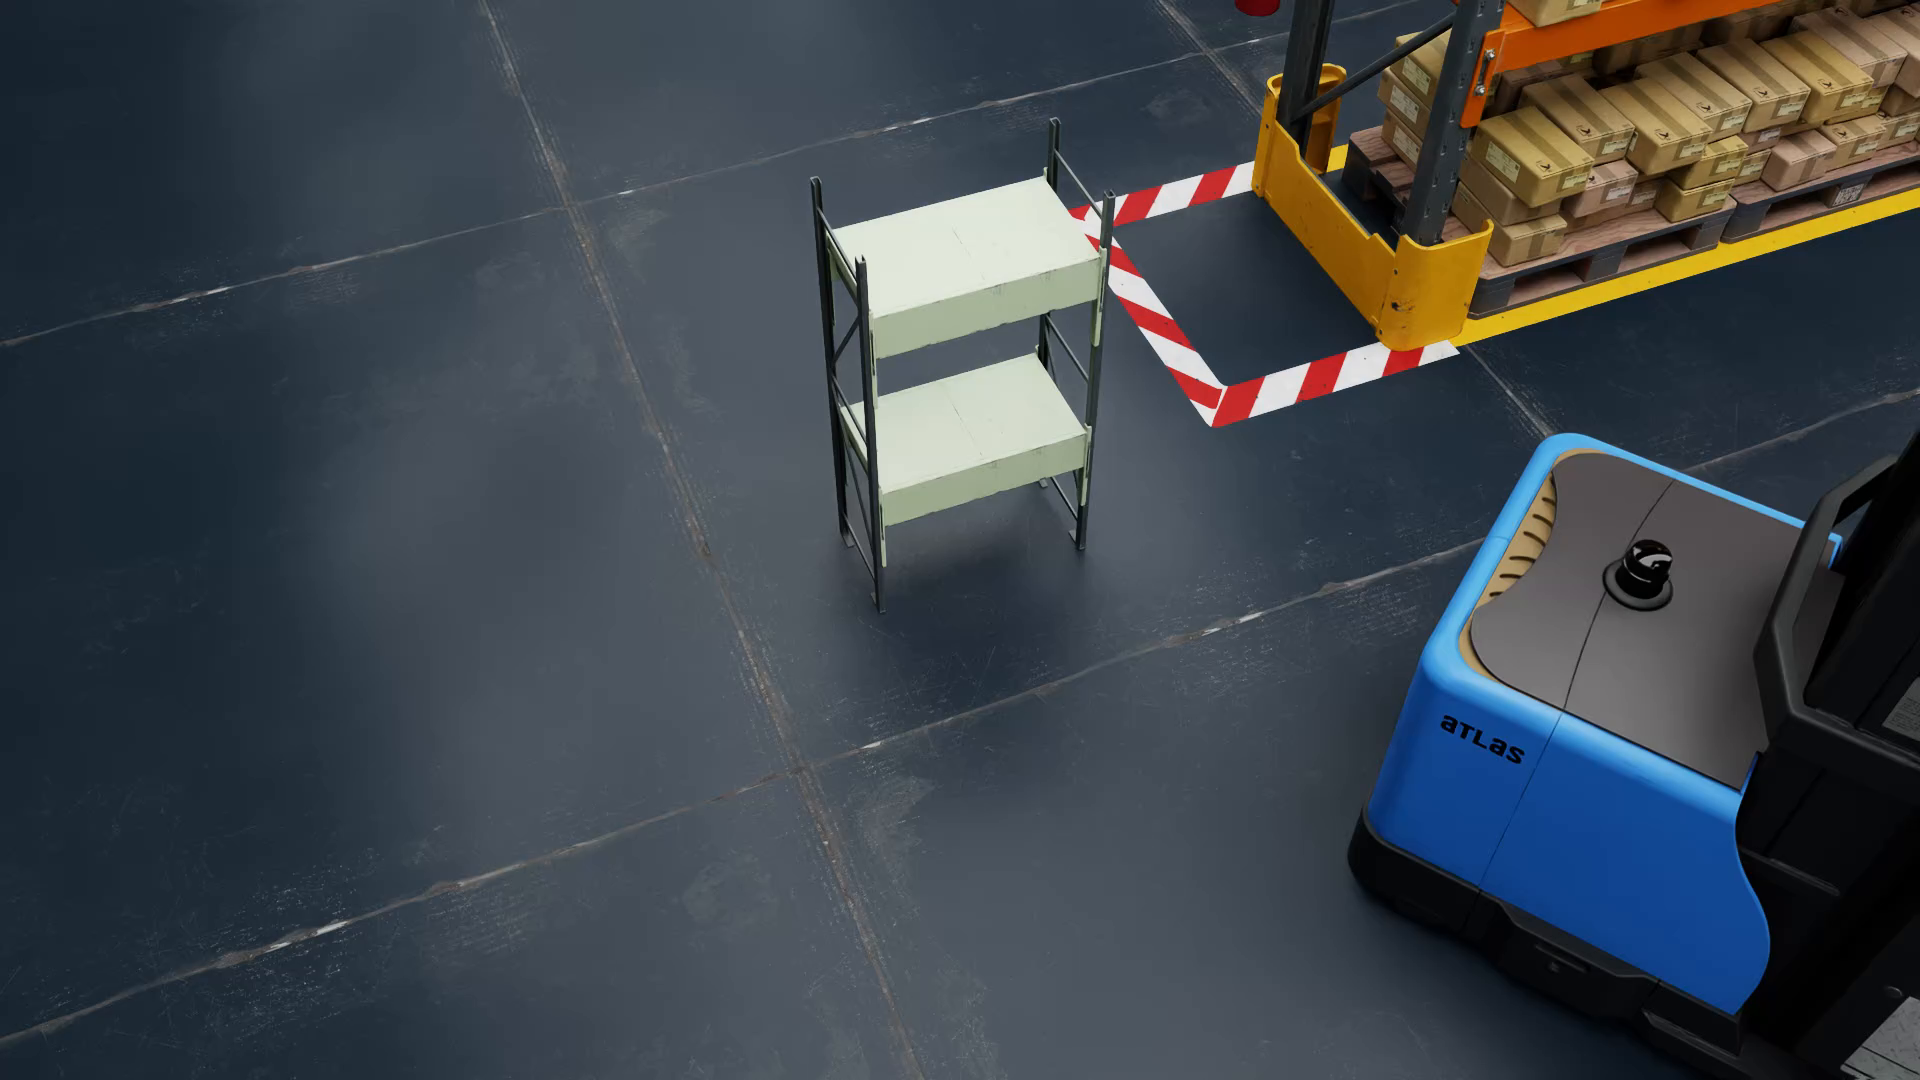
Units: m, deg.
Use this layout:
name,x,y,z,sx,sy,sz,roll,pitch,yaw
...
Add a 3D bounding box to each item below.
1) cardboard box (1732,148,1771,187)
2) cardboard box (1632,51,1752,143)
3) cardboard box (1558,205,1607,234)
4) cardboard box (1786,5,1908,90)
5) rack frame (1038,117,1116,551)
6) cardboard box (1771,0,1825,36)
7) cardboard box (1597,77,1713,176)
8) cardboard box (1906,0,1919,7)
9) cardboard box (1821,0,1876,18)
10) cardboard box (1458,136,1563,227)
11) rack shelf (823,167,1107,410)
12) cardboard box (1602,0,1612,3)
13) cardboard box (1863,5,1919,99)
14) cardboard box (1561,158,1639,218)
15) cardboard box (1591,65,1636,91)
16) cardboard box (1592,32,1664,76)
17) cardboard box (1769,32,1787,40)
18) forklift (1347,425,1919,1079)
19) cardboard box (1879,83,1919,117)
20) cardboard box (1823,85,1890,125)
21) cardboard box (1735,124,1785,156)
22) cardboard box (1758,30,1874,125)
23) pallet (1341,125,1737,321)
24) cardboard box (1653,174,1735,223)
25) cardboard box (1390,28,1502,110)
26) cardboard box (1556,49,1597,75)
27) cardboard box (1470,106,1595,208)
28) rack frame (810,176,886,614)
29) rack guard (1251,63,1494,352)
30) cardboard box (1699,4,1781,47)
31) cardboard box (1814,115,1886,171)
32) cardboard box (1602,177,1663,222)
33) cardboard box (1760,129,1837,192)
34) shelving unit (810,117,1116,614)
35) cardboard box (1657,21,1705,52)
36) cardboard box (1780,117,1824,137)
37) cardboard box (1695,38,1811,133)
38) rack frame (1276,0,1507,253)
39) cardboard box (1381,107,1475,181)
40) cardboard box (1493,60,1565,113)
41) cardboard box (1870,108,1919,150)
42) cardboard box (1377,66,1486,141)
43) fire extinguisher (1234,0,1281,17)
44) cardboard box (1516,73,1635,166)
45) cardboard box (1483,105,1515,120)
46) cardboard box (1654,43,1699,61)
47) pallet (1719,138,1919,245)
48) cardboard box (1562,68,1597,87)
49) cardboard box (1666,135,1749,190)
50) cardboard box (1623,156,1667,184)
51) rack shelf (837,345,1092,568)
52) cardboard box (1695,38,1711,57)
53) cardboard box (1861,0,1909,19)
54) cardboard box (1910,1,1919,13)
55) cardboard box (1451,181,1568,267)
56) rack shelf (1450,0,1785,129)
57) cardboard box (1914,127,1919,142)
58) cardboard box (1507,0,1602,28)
name,x,y,z,sx,sy,sz,roll,pitch,yaw
cardboard box,3.044,-1.599,6.748,0.250,0.149,0.380,-17,51,-14
cardboard box,2.824,-1.709,6.451,0.250,0.149,0.380,-20,52,-16
cardboard box,2.338,-1.386,6.566,0.250,0.149,0.380,-17,52,-14
cardboard box,3.542,-1.965,6.670,0.250,0.149,0.380,-17,51,-14
rack frame,0.345,-0.596,5.273,0.023,1.500,0.400,-17,52,-14
cardboard box,3.370,-2.286,6.946,0.250,0.149,0.380,-17,51,-14
cardboard box,2.626,-1.580,6.340,0.250,0.149,0.380,-17,52,-14
cardboard box,4.104,-2.387,7.229,0.250,0.149,0.380,-20,52,-16
cardboard box,3.613,-2.329,6.983,0.250,0.149,0.380,-19,52,-16
cardboard box,2.103,-1.395,6.377,0.250,0.149,0.380,-15,51,-13
rack shelf,0.006,-0.745,4.887,0.720,0.370,0.431,-17,52,-14
cardboard box,2.165,-2.003,5.659,0.250,0.149,0.380,-16,51,-13
cardboard box,3.813,-1.959,6.665,0.250,0.149,0.380,-19,52,-16
cardboard box,2.378,-1.434,6.411,0.250,0.149,0.380,-17,52,-14
cardboard box,2.670,-1.932,6.838,0.250,0.149,0.380,-18,52,-15
cardboard box,2.625,-2.077,6.767,0.250,0.149,0.380,-19,52,-16
cardboard box,3.345,-2.244,7.106,0.250,0.149,0.380,-17,51,-14
forklift,2.651,0.332,3.533,3.031,2.935,1.130,26,54,20
cardboard box,3.812,-1.931,6.837,0.250,0.149,0.380,-19,52,-16
cardboard box,3.549,-1.884,6.797,0.250,0.149,0.380,-15,51,-13
cardboard box,3.059,-1.707,6.645,0.250,0.149,0.380,-19,52,-16
cardboard box,3.345,-1.825,6.550,0.250,0.149,0.380,-16,51,-14
pallet,2.357,-1.442,6.849,1.213,0.211,1.003,-17,52,-14
cardboard box,2.844,-1.459,6.628,0.250,0.149,0.380,-17,51,-14
cardboard box,1.915,-1.852,6.573,0.250,0.149,0.380,-17,51,-14
cardboard box,2.361,-2.047,6.741,0.250,0.149,0.380,-18,52,-15
cardboard box,2.134,-1.434,6.214,0.250,0.149,0.380,-19,52,-16
rack frame,-0.333,-0.386,5.093,0.023,1.500,0.400,-17,52,-14
rack guard,1.591,-1.328,6.561,0.348,0.500,1.175,-17,52,-14
cardboard box,3.139,-2.191,6.864,0.250,0.149,0.380,-19,52,-15
cardboard box,3.554,-1.707,6.841,0.250,0.149,0.380,-17,52,-14
cardboard box,2.566,-1.462,6.631,0.250,0.149,0.380,-17,51,-14
cardboard box,3.307,-1.609,6.757,0.250,0.149,0.380,-20,52,-16
shelving unit,0.006,-0.491,5.183,0.755,1.500,0.431,-17,52,-14
cardboard box,2.853,-2.193,6.866,0.250,0.149,0.380,-15,51,-13
cardboard box,3.295,-1.814,6.737,0.250,0.149,0.380,-15,51,-12
cardboard box,3.084,-1.782,6.513,0.250,0.149,0.380,-15,51,-13
rack frame,1.521,-2.120,5.594,0.127,3.000,1.000,-17,52,-14
cardboard box,1.929,-1.626,6.771,0.250,0.149,0.380,-16,51,-14
cardboard box,2.170,-1.884,6.601,0.250,0.149,0.380,-16,51,-14
cardboard box,3.765,-1.799,6.920,0.250,0.149,0.380,-16,51,-14
cardboard box,1.902,-1.777,6.705,0.250,0.149,0.380,-18,52,-15
fire extinguisher,1.113,-2.225,5.981,0.183,0.674,0.296,-17,52,-14
cardboard box,2.344,-1.597,6.355,0.250,0.149,0.380,-16,51,-14
cardboard box,2.164,-1.814,6.737,0.250,0.149,0.380,-18,52,-15
cardboard box,2.857,-2.085,6.970,0.250,0.149,0.380,-17,51,-14
pallet,3.484,-1.789,7.147,1.213,0.211,1.003,-17,52,-14
cardboard box,2.382,-1.927,6.834,0.250,0.149,0.380,-19,52,-16
cardboard box,2.850,-1.564,6.522,0.250,0.149,0.380,-16,51,-13
cardboard box,2.571,-1.566,6.524,0.250,0.149,0.380,-17,51,-14
rack shelf,0.006,-0.278,5.430,0.720,0.370,0.431,-17,52,-14
cardboard box,3.101,-2.145,7.022,0.250,0.149,0.380,-15,51,-12
cardboard box,3.841,-2.325,7.176,0.250,0.149,0.380,-15,51,-13
cardboard box,4.058,-2.045,6.739,0.250,0.149,0.380,-20,52,-16
cardboard box,2.127,-1.254,6.452,0.250,0.149,0.380,-16,51,-14
rack shelf,3.372,-2.460,6.359,4.000,0.370,1.077,-17,52,-14
cardboard box,4.032,-1.827,6.944,0.250,0.149,0.380,-17,52,-14
cardboard box,1.945,-1.901,5.571,0.250,0.149,0.380,-18,52,-15
